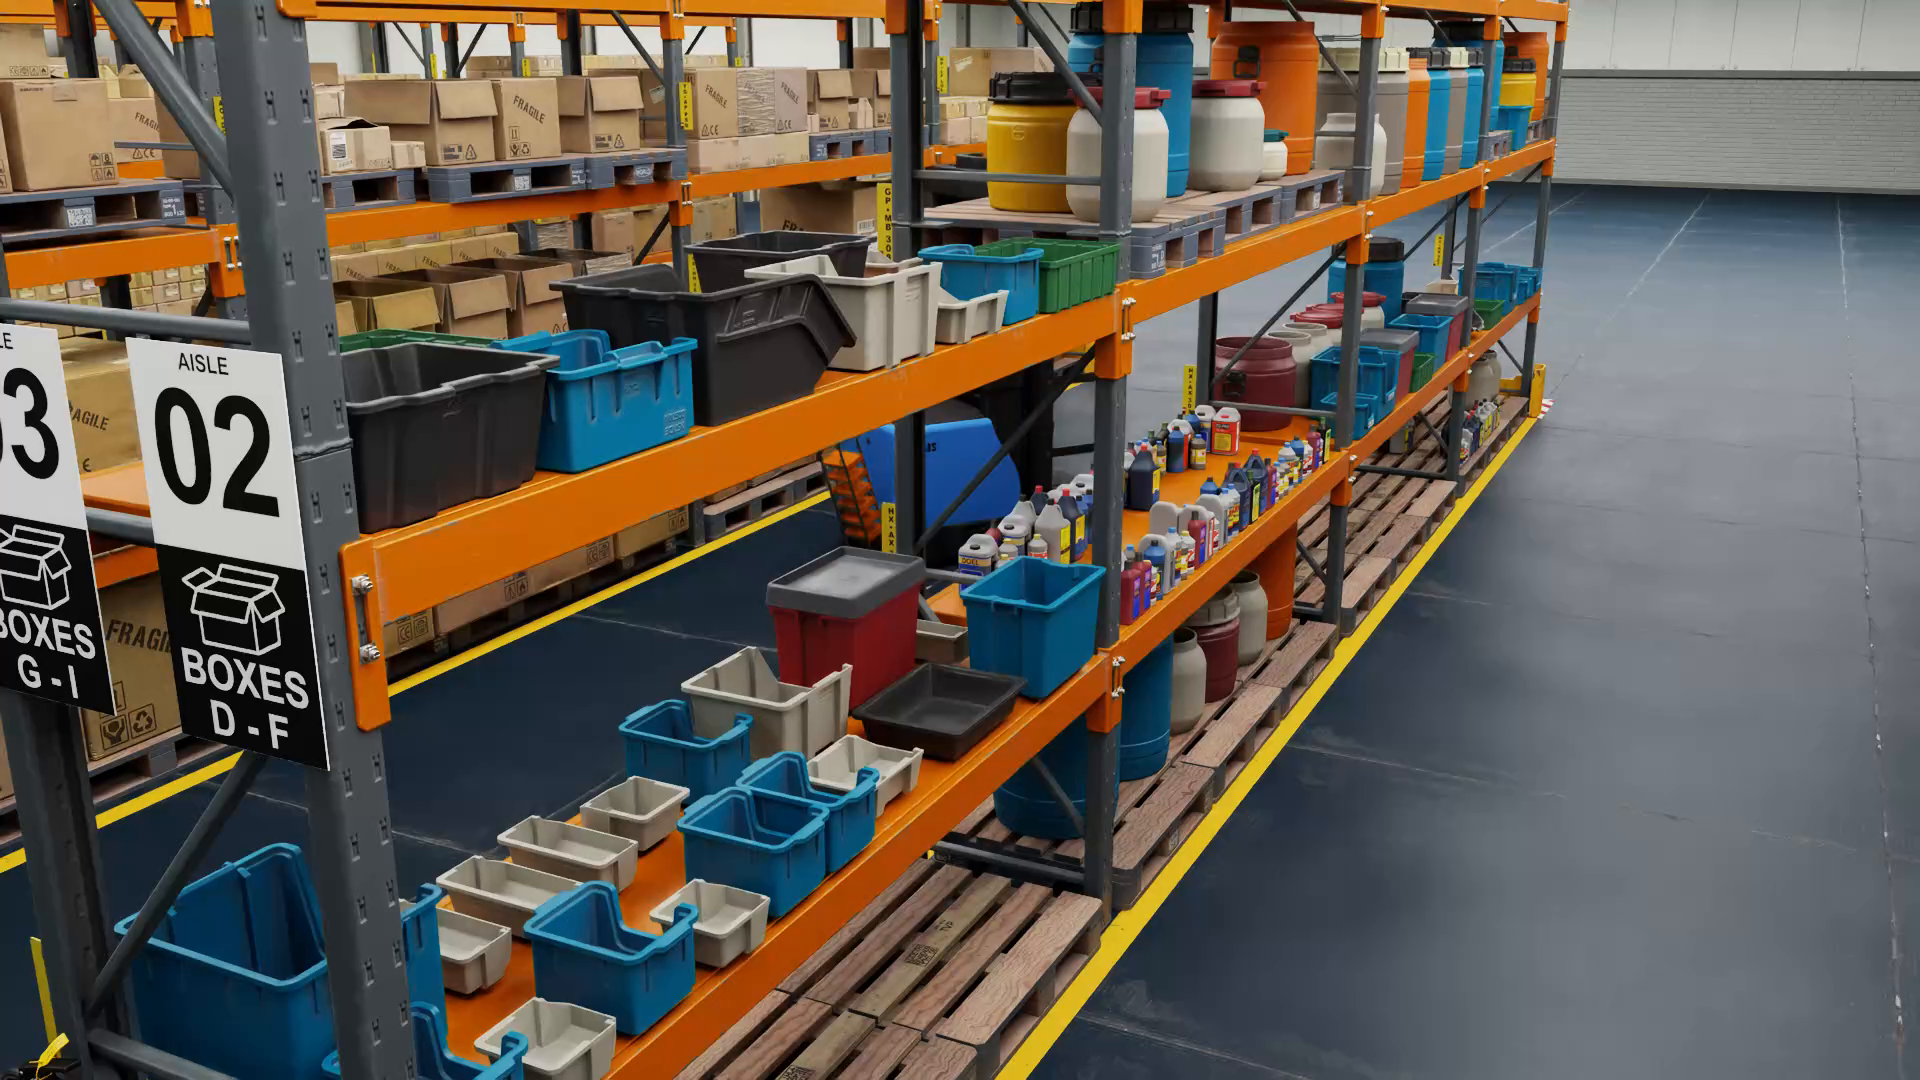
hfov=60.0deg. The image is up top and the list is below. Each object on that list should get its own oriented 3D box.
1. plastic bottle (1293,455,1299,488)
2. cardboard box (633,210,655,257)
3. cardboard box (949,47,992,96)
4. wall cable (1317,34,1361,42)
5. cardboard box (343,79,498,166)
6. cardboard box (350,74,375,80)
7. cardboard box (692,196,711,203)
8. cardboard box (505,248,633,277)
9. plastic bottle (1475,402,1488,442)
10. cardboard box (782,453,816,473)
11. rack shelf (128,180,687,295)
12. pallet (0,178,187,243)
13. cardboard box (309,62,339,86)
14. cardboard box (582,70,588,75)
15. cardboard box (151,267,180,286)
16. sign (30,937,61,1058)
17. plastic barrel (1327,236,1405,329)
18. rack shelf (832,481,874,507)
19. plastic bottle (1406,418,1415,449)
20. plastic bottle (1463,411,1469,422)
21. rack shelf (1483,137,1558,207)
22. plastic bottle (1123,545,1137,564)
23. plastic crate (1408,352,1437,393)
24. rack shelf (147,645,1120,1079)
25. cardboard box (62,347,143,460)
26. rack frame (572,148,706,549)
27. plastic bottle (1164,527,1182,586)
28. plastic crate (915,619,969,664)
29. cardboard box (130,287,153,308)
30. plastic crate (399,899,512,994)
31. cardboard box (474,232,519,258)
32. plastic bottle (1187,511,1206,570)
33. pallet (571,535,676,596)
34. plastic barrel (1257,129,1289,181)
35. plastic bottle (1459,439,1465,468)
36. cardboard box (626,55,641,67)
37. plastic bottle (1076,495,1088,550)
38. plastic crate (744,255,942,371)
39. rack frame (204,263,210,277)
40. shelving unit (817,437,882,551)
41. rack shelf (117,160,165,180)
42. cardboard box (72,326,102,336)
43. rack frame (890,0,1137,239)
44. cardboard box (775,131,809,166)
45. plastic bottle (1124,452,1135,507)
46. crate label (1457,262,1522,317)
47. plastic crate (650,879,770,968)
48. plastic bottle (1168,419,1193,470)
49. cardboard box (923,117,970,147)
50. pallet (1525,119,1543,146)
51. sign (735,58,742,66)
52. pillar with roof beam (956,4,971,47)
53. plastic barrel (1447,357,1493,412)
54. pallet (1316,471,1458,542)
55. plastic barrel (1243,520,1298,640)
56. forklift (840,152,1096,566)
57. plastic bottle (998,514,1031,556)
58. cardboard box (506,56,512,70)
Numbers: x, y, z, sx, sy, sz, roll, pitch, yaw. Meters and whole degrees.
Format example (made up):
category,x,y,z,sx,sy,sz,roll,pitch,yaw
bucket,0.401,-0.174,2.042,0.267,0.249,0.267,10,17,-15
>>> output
category,x,y,z,sx,sy,sz,roll,pitch,yaw
plastic bottle,1.881,-0.405,9.470,0.097,0.201,0.097,0,17,0
cardboard box,-4.181,-3.705,19.965,0.875,0.550,0.500,8,18,25
cardboard box,0.220,-5.010,17.781,0.500,0.500,0.500,8,18,25
wall cable,11.090,-16.833,47.919,2.305,6.003,0.169,8,18,25
cardboard box,-3.343,-2.614,10.370,0.797,0.503,0.637,8,18,25
cardboard box,-8.034,-6.137,22.190,0.380,0.149,0.250,8,18,26
cardboard box,-3.631,-4.491,20.716,0.875,0.550,0.550,8,18,25
cardboard box,-2.791,-1.793,11.855,0.797,0.503,0.637,9,19,27
plastic bottle,4.775,-1.087,15.296,0.144,0.351,0.185,8,18,25
cardboard box,-1.684,-0.922,14.479,0.700,0.500,0.500,10,19,30
rack shelf,-3.343,-2.032,10.592,1.077,0.370,4.000,8,18,25
pallet,-4.612,-1.618,8.090,1.003,0.211,1.213,8,18,25
cardboard box,-6.315,-4.319,15.939,0.500,0.500,0.500,8,18,25
cardboard box,-4.361,-5.099,18.484,0.500,0.250,0.500,8,18,25
cardboard box,-6.765,-2.224,13.904,0.380,0.149,0.250,8,18,25
sign,-2.093,1.076,3.848,0.100,0.325,0.005,8,18,25
plastic barrel,3.325,-2.017,13.668,0.600,0.901,0.708,8,18,25
rack shelf,-0.771,-0.344,11.844,0.258,0.103,0.180,13,42,36
plastic bottle,4.028,-0.979,15.065,0.152,0.276,0.135,8,18,25
plastic bottle,4.631,-1.064,15.349,0.152,0.276,0.135,8,18,25
rack shelf,4.663,-3.440,15.331,1.077,0.370,4.000,8,18,25
plastic bottle,0.785,0.122,7.694,0.097,0.201,0.097,0,17,0
plastic crate,3.243,-1.256,12.357,0.450,0.188,0.662,8,18,25
rack shelf,-0.700,1.055,5.468,1.077,0.370,4.000,8,18,25
cardboard box,-4.203,-0.708,8.565,0.500,0.500,0.500,9,19,27
rack frame,-2.449,-1.448,12.632,1.000,3.000,0.127,8,18,25
plastic bottle,0.982,0.074,7.734,0.097,0.271,0.097,0,17,0
plastic crate,-0.142,0.399,6.771,0.396,0.136,0.243,8,18,25
cardboard box,-6.888,-2.009,13.702,0.380,0.149,0.250,9,19,27
plastic crate,-1.391,1.086,4.456,0.396,0.136,0.243,8,18,25
cardboard box,-5.048,-3.005,17.698,0.500,0.500,0.500,8,18,25
plastic bottle,1.137,-0.009,7.990,0.061,0.283,0.133,8,18,25
pallet,-2.869,0.080,12.385,1.003,0.211,1.213,8,18,25
plastic barrel,1.634,-2.099,9.061,0.301,0.262,0.301,0,17,0
plastic bottle,4.303,-0.765,14.352,0.097,0.271,0.097,0,17,0
cardboard box,-3.908,-5.510,19.166,0.380,0.149,0.250,8,18,25
plastic bottle,0.590,-0.089,8.283,0.097,0.271,0.097,0,17,0
plastic crate,-0.327,-0.687,5.008,0.437,0.282,0.530,8,18,25
rack frame,-6.842,-2.105,14.843,1.000,3.000,0.127,8,18,25
shelving unit,-0.754,-0.283,11.885,0.258,1.200,0.189,13,42,36
rack shelf,-7.735,-2.689,12.804,1.077,0.370,4.000,8,18,25
cardboard box,-7.111,-1.741,13.323,0.380,0.149,0.250,7,18,23
rack frame,0.194,-2.675,6.226,1.000,3.000,0.127,8,18,25
cardboard box,-1.561,-3.165,13.406,0.500,0.250,0.500,9,19,27
plastic bottle,0.879,-0.336,9.106,0.152,0.276,0.135,8,18,25
crate label,4.976,-2.370,15.672,0.502,0.435,0.616,8,18,25
plastic crate,-0.668,1.052,4.571,0.250,0.136,0.298,8,18,25
plastic bottle,1.292,-0.572,9.899,0.152,0.276,0.135,8,18,25
cardboard box,-0.232,-3.915,15.933,0.500,0.250,0.500,7,18,23
pallet,5.099,-4.005,16.304,1.003,0.211,1.213,8,18,25
sign,-2.788,-5.895,20.918,0.100,0.325,0.005,8,18,25
pillar with roof beam,3.956,-15.284,48.679,9.100,9.000,0.400,8,18,25
plastic barrel,5.107,-1.560,16.639,0.421,0.512,0.421,0,17,0
pallet,3.453,-0.295,13.648,1.003,0.211,1.213,8,18,25
plastic barrel,1.778,0.148,10.333,0.600,0.830,0.708,8,18,25
forklift,0.610,-1.493,12.904,3.031,2.935,1.130,-9,19,-28
plastic bottle,0.244,0.026,7.888,0.152,0.276,0.135,8,18,25
cardboard box,-5.063,-5.271,18.362,0.380,0.149,0.250,8,18,25
